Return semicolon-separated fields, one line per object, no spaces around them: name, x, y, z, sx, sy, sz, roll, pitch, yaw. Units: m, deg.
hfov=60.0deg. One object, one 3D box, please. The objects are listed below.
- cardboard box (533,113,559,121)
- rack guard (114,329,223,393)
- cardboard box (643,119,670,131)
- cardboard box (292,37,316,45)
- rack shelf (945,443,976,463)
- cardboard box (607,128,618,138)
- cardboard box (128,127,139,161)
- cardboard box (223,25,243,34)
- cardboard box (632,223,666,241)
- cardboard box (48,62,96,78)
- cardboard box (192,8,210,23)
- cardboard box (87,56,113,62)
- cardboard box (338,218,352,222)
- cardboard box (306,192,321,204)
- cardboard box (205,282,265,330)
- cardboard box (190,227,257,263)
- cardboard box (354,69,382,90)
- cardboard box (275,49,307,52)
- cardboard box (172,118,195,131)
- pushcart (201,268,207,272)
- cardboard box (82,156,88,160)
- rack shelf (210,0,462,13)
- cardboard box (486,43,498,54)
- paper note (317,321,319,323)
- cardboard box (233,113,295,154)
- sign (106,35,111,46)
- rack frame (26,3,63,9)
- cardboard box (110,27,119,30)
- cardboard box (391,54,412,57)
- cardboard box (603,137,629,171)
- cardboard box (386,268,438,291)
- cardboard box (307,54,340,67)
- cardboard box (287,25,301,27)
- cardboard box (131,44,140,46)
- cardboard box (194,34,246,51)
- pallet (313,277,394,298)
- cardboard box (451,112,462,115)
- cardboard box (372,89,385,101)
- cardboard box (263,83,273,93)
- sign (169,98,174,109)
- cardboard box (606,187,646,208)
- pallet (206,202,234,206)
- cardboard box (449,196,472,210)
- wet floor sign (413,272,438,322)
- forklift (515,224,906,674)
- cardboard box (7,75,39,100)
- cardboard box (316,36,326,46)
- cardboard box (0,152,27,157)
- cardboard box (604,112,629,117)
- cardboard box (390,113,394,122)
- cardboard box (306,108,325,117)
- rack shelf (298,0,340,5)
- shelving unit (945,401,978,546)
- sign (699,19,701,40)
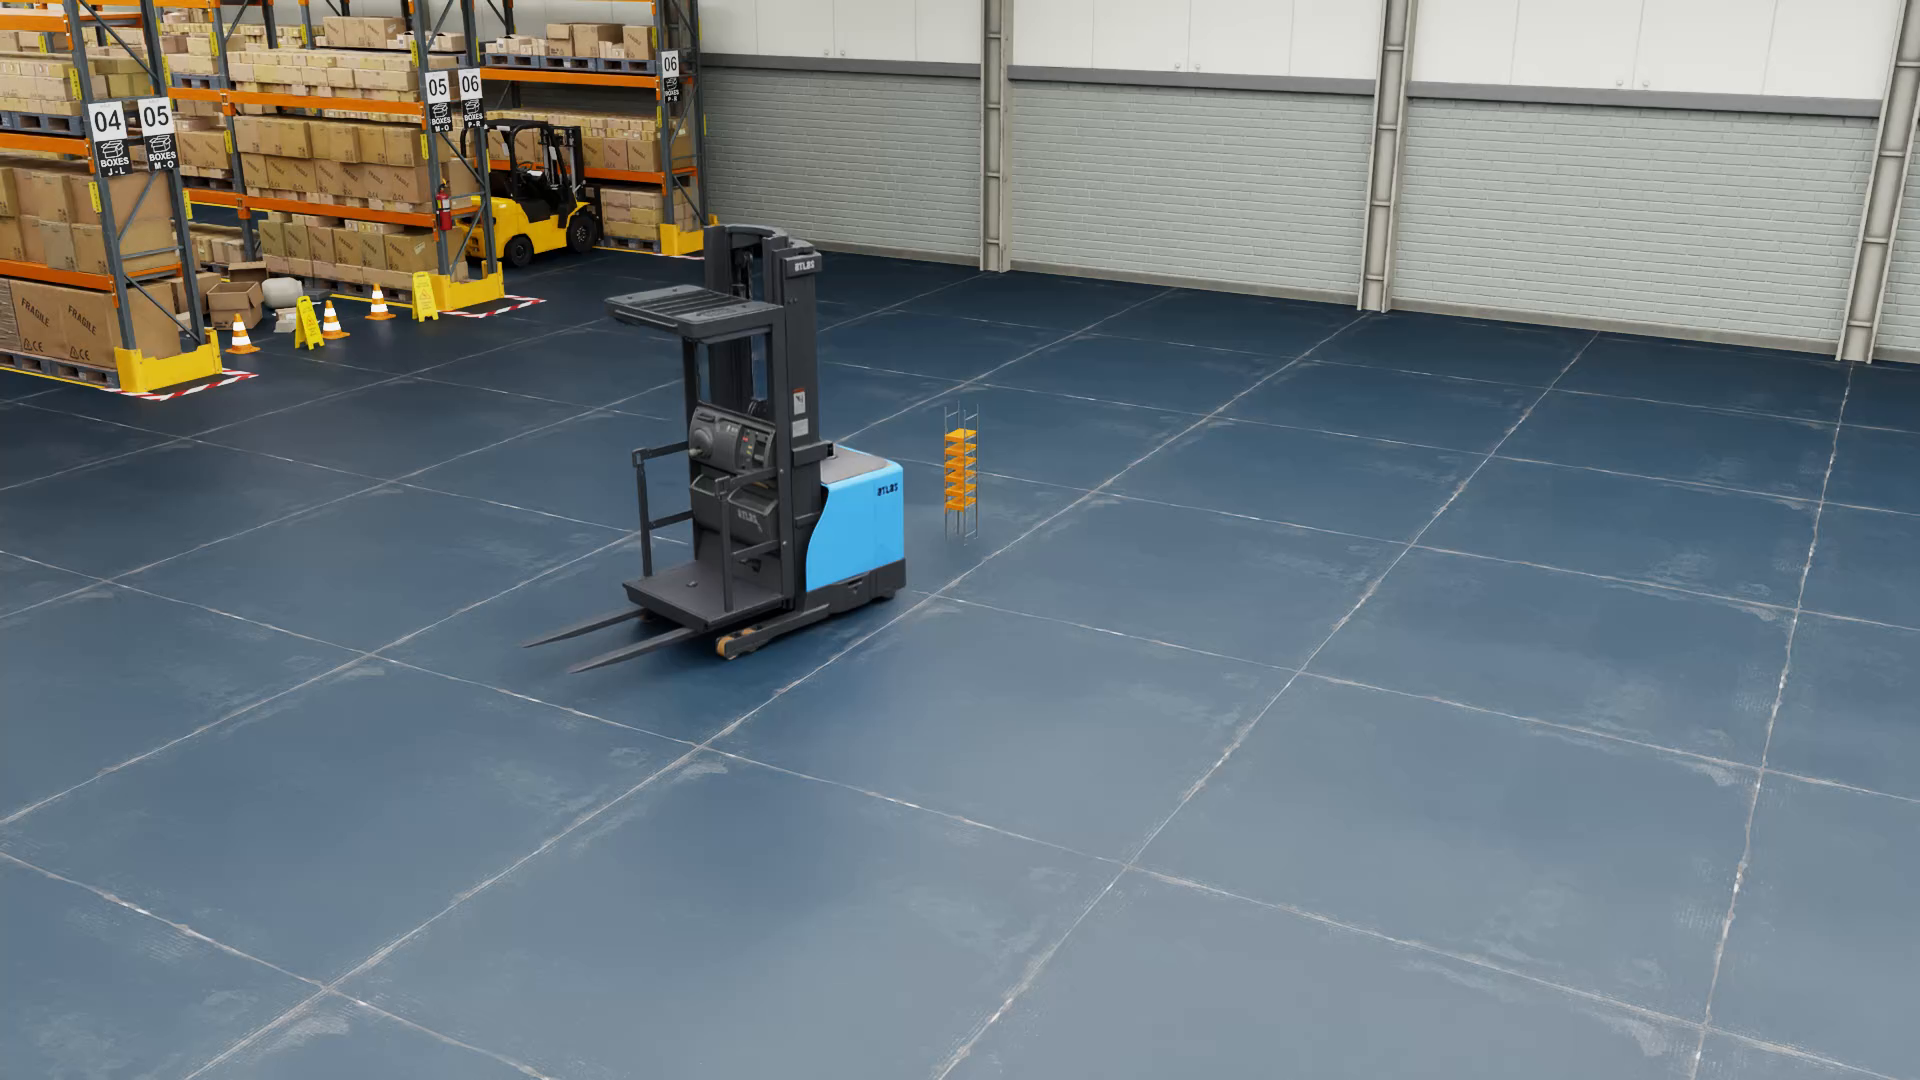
cardboard box;-6.960;-7.103;28.014;0.250;0.149;0.380;10;22;26
rack guard;-9.238;-2.105;19.434;0.348;0.500;1.175;11;23;27
cardboard box;-4.931;-6.741;27.016;0.250;0.149;0.380;11;23;27
cardboard box;-11.927;-9.097;30.282;0.250;0.149;0.380;11;23;28
rack shelf;0.013;-0.745;14.087;0.180;0.103;0.258;11;23;27
cardboard box;-5.600;-6.718;27.389;0.250;0.149;0.380;11;22;27
cardboard box;-12.712;-6.174;25.788;0.500;0.500;0.500;11;23;28
cardboard box;-13.572;-9.505;30.942;0.250;0.149;0.380;11;23;28
cardboard box;-5.080;-5.141;27.556;0.500;0.250;0.500;11;23;28
cardboard box;-9.718;-5.150;18.201;0.250;0.149;0.380;11;23;28
cardboard box;-14.444;-10.054;31.848;0.258;0.266;0.396;11;23;27
cardboard box;-9.837;-5.430;18.972;0.250;0.149;0.380;10;22;27
cardboard box;-8.887;-4.510;24.715;0.500;0.500;0.500;12;23;30
cardboard box;-9.194;-4.958;24.002;0.250;0.149;0.380;11;23;28
cardboard box;-9.701;-3.139;22.281;0.637;0.503;0.797;-4;20;-10
cardboard box;-11.514;-4.606;25.903;0.625;0.372;0.950;12;23;31
cardboard box;-7.943;-6.346;22.847;0.500;0.250;0.500;10;22;27
cardboard box;-9.778;-7.098;24.334;0.250;0.149;0.380;10;22;26
cardboard box;-11.797;-6.287;25.149;0.250;0.149;0.380;10;22;25
pushcart;-11.493;-3.520;23.514;0.936;0.377;1.648;3;20;9
cardboard box;-13.724;-6.074;26.465;0.250;0.149;0.380;9;22;24
rack shelf;-8.679;-7.587;23.145;4.000;0.370;1.077;11;23;27
cardboard box;-7.764;-8.289;28.024;0.250;0.149;0.380;11;23;28
paper note;-8.729;-2.943;22.434;0.142;0.019;0.148;3;20;9
cardboard box;-10.147;-5.958;24.343;0.500;0.500;0.700;11;22;27
sign;-13.651;-7.919;26.640;0.005;0.325;0.100;11;23;27
rack frame;-18.484;-11.733;33.515;0.127;3.000;1.000;11;23;27
cardboard box;-16.436;-10.143;32.581;0.500;0.250;0.500;11;23;28
cardboard box;-7.743;-6.722;23.297;0.250;0.149;0.380;11;23;27
cardboard box;-5.522;-6.392;27.441;0.500;0.500;0.500;12;23;29
cardboard box;-7.791;-3.737;23.686;0.500;0.250;0.500;11;23;27
cardboard box;-8.912;-6.723;23.300;0.250;0.149;0.380;11;23;28
cardboard box;-12.367;-9.515;30.997;0.250;0.149;0.380;12;23;29
cardboard box;-15.892;-9.601;32.403;0.250;0.149;0.380;12;23;29
cardboard box;-11.180;-7.508;25.136;0.500;0.250;0.500;10;22;26
pallet;-8.752;-3.825;24.600;1.213;0.211;1.003;11;23;27
cardboard box;-8.869;-7.530;29.628;0.250;0.149;0.380;11;22;27
cardboard box;-7.830;-6.128;22.830;0.250;0.149;0.380;12;23;29
cardboard box;-9.801;-6.538;23.960;0.250;0.149;0.380;11;23;27
sign;-15.250;-8.492;32.108;0.005;0.325;0.100;11;23;27
cardboard box;-5.518;-5.694;27.614;0.500;0.250;0.500;11;23;28
pallet;-14.263;-6.813;32.838;1.213;0.211;1.003;11;23;27
cardboard box;-7.129;-4.774;23.496;0.250;0.149;0.380;11;23;28
wet floor sign;-7.289;-3.317;22.564;0.267;0.644;0.232;-16;26;-38
forklift;-1.821;-0.715;12.037;1.130;2.935;3.031;19;27;41
cardboard box;-10.259;-5.089;18.619;0.500;0.250;0.500;11;23;27
cardboard box;-11.343;-8.979;29.901;0.250;0.166;0.380;11;23;27
cardboard box;-11.909;-4.399;20.289;0.550;0.550;0.875;11;23;27
cardboard box;-5.786;-7.112;28.038;0.250;0.149;0.380;10;22;26
cardboard box;-9.959;-7.568;29.732;0.250;0.149;0.380;11;23;27
cardboard box;-11.873;-7.959;31.146;0.500;0.500;0.500;12;23;30
rack shelf;-13.246;-10.209;30.955;4.000;0.370;1.077;11;23;27
shelving unit;0.013;-0.562;14.154;0.189;1.200;0.258;11;23;27
sign;-4.240;-8.275;26.982;0.005;0.325;0.100;11;23;27
